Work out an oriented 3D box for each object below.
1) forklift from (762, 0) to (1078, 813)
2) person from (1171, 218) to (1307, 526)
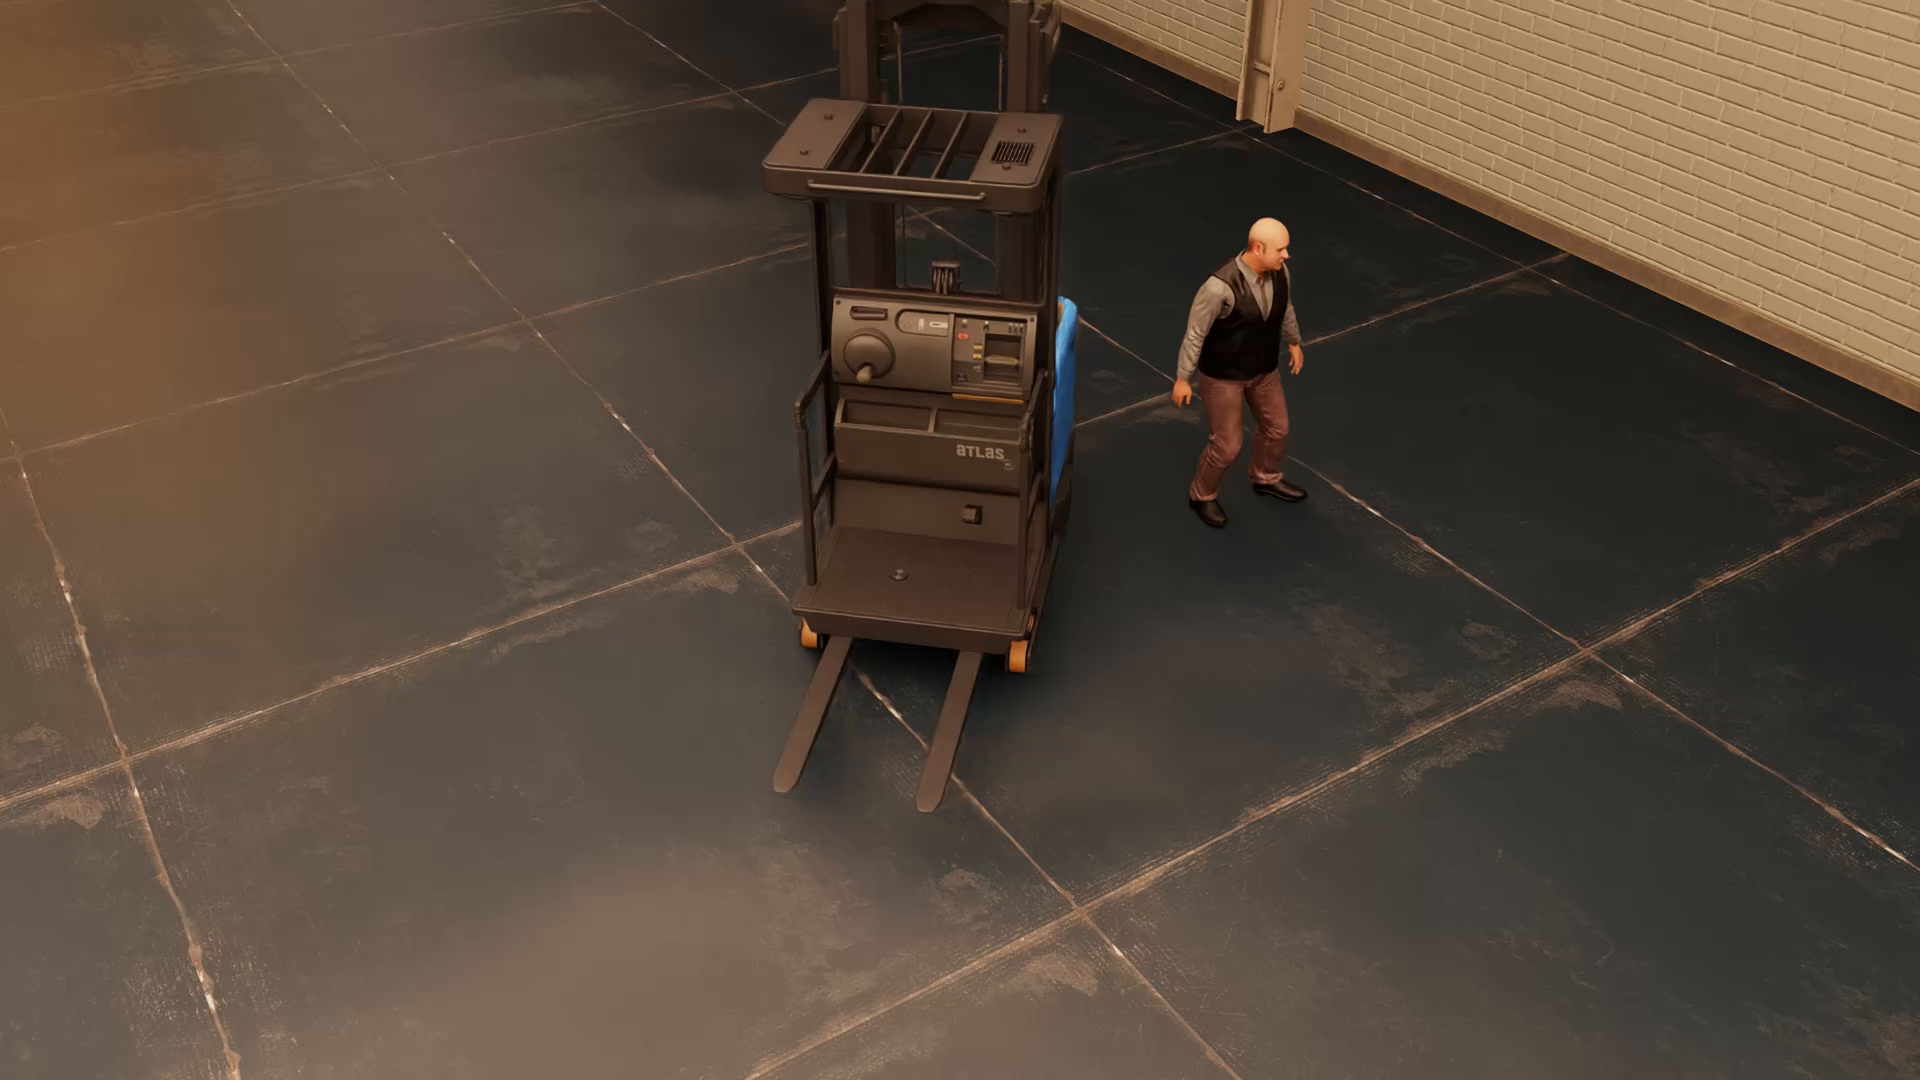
[{"bbox_3d":[-0.157,-0.803,7.290,1.130,2.935,3.031,6,36,9],"label":"forklift"},{"bbox_3d":[1.450,-0.870,8.465,0.813,1.695,0.390,-22,41,-28],"label":"person"}]
